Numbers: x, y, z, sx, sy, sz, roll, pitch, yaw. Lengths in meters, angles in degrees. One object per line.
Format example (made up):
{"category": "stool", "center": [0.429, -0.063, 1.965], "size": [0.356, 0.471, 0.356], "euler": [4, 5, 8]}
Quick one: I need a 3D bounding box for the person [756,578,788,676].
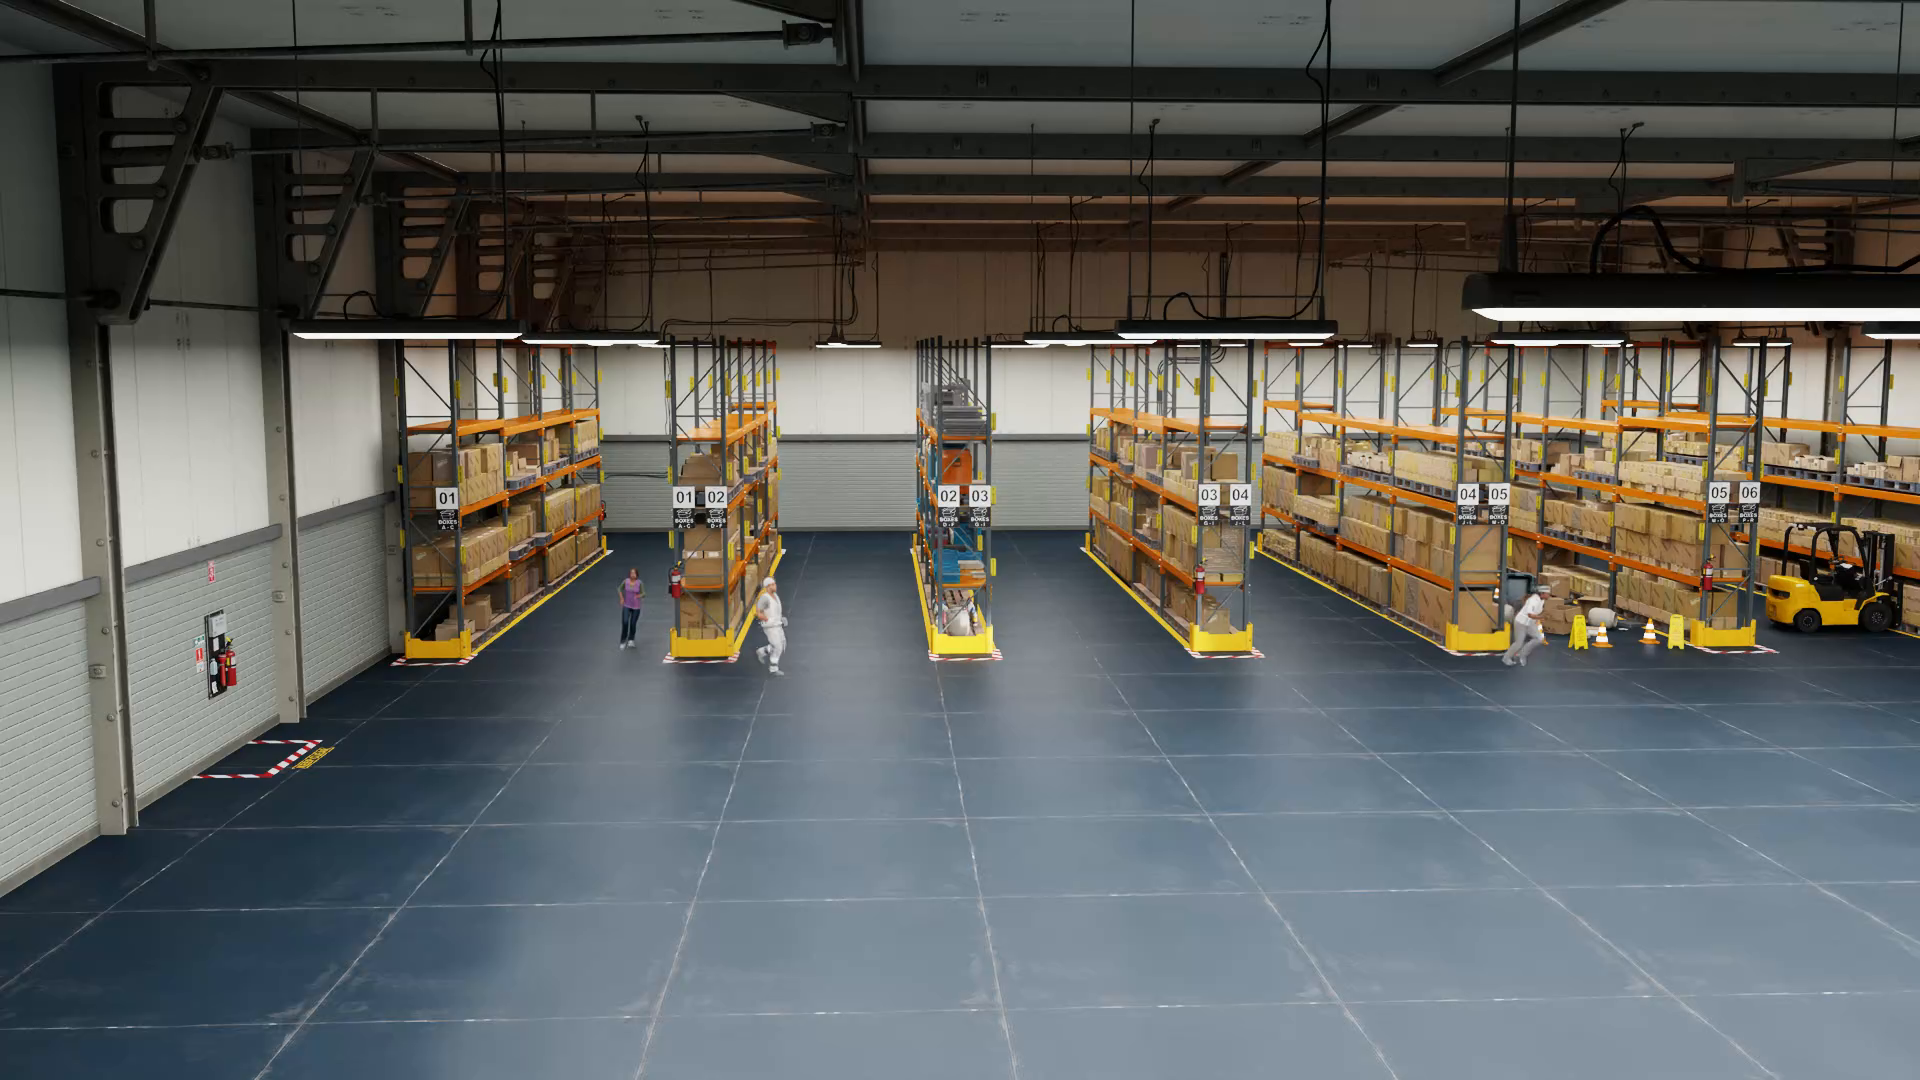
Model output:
{"category": "person", "center": [-3.387, 1.528, 29.422], "size": [0.607, 1.745, 0.656], "euler": [3, 7, 22]}

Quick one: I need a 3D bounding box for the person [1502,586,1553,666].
{"category": "person", "center": [10.325, 1.549, 30.164], "size": [0.911, 1.499, 0.608], "euler": [6, 9, 40]}

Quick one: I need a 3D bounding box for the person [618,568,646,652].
{"category": "person", "center": [-6.302, 1.332, 31.937], "size": [0.540, 1.615, 0.698], "euler": [-1, 7, -9]}
